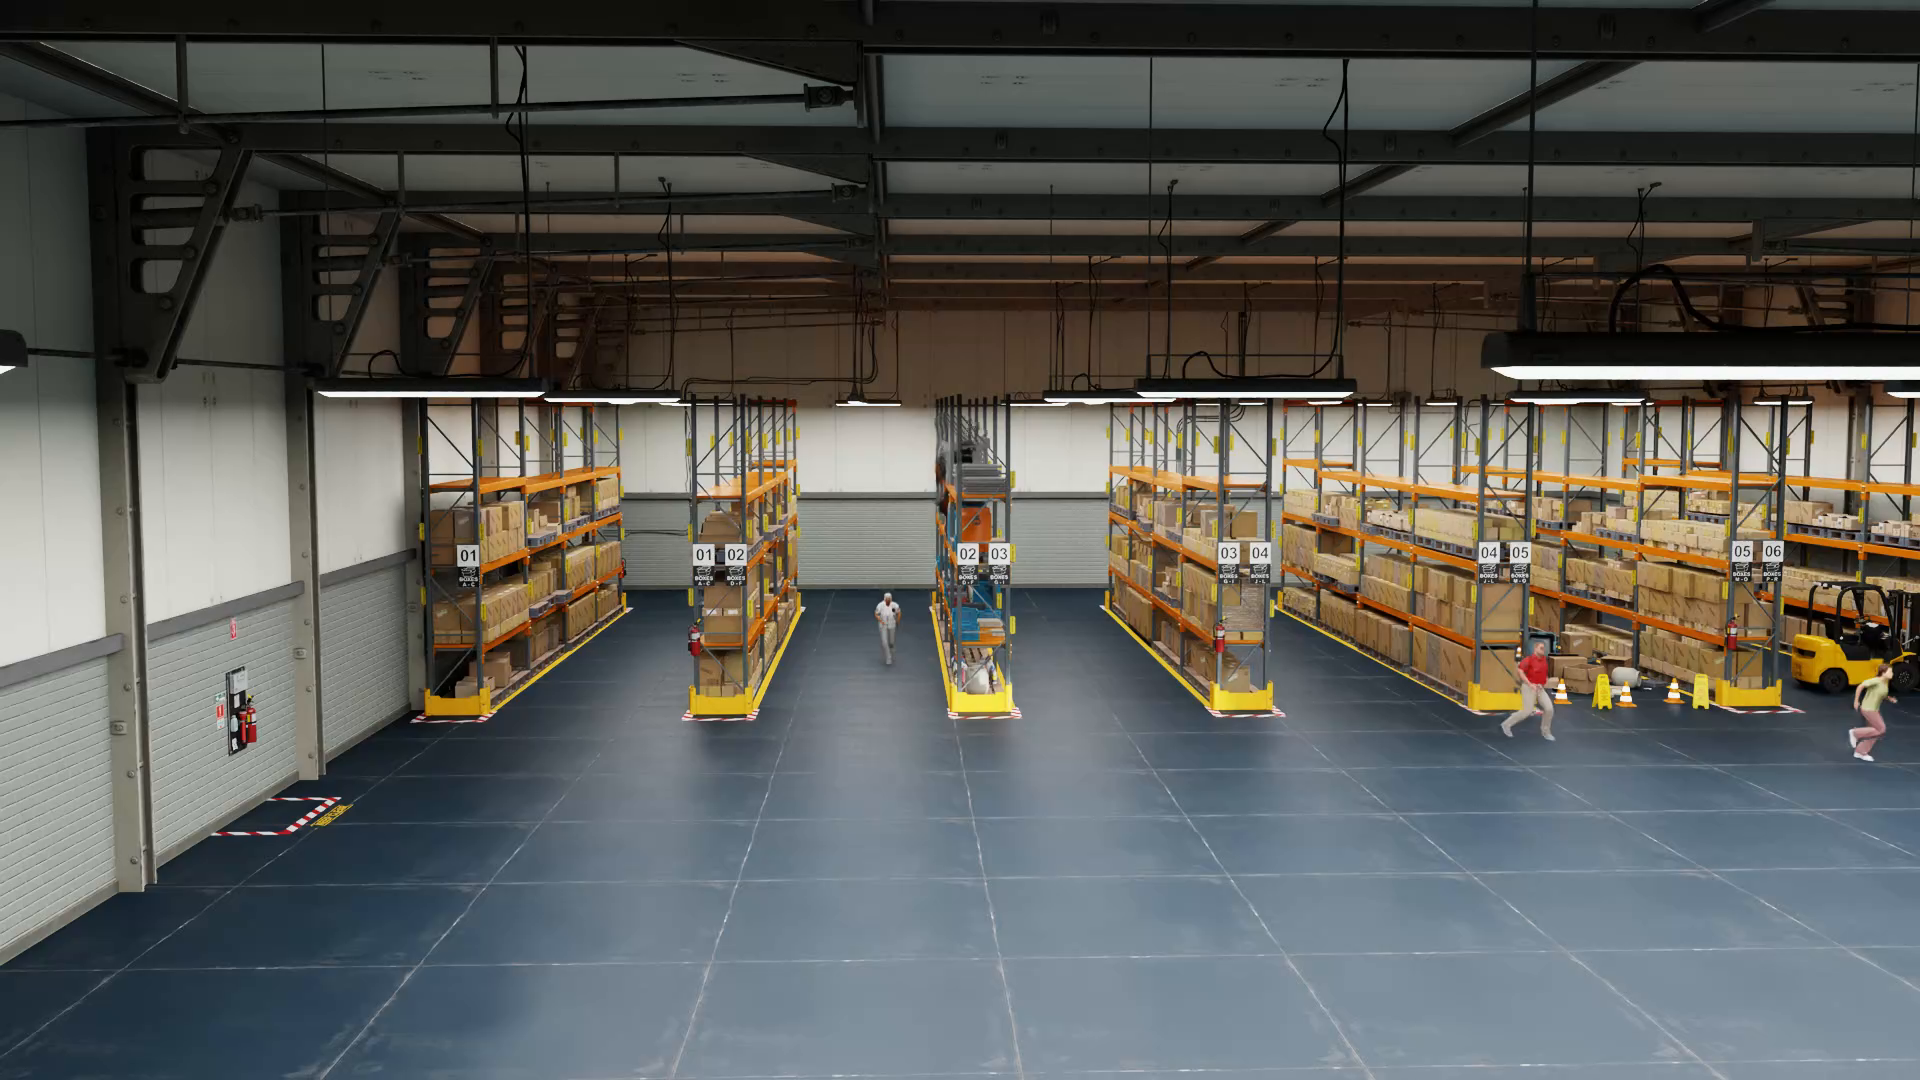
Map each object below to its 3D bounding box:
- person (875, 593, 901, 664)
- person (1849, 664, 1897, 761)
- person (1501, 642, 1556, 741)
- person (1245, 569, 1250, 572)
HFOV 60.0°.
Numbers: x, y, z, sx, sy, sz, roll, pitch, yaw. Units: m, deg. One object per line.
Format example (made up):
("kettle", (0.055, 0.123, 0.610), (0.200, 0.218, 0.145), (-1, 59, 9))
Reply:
("person", (-1.630, 1.980, 37.593), (0.591, 1.618, 0.743), (0, 4, 0))
("person", (14.913, 2.805, 27.148), (0.674, 1.594, 0.570), (4, 6, 45))
("person", (9.925, 2.635, 28.869), (0.897, 1.735, 0.735), (-3, 6, -37))
("person", (8.208, 1.164, 47.430), (0.590, 1.667, 0.552), (1, 5, 18))
